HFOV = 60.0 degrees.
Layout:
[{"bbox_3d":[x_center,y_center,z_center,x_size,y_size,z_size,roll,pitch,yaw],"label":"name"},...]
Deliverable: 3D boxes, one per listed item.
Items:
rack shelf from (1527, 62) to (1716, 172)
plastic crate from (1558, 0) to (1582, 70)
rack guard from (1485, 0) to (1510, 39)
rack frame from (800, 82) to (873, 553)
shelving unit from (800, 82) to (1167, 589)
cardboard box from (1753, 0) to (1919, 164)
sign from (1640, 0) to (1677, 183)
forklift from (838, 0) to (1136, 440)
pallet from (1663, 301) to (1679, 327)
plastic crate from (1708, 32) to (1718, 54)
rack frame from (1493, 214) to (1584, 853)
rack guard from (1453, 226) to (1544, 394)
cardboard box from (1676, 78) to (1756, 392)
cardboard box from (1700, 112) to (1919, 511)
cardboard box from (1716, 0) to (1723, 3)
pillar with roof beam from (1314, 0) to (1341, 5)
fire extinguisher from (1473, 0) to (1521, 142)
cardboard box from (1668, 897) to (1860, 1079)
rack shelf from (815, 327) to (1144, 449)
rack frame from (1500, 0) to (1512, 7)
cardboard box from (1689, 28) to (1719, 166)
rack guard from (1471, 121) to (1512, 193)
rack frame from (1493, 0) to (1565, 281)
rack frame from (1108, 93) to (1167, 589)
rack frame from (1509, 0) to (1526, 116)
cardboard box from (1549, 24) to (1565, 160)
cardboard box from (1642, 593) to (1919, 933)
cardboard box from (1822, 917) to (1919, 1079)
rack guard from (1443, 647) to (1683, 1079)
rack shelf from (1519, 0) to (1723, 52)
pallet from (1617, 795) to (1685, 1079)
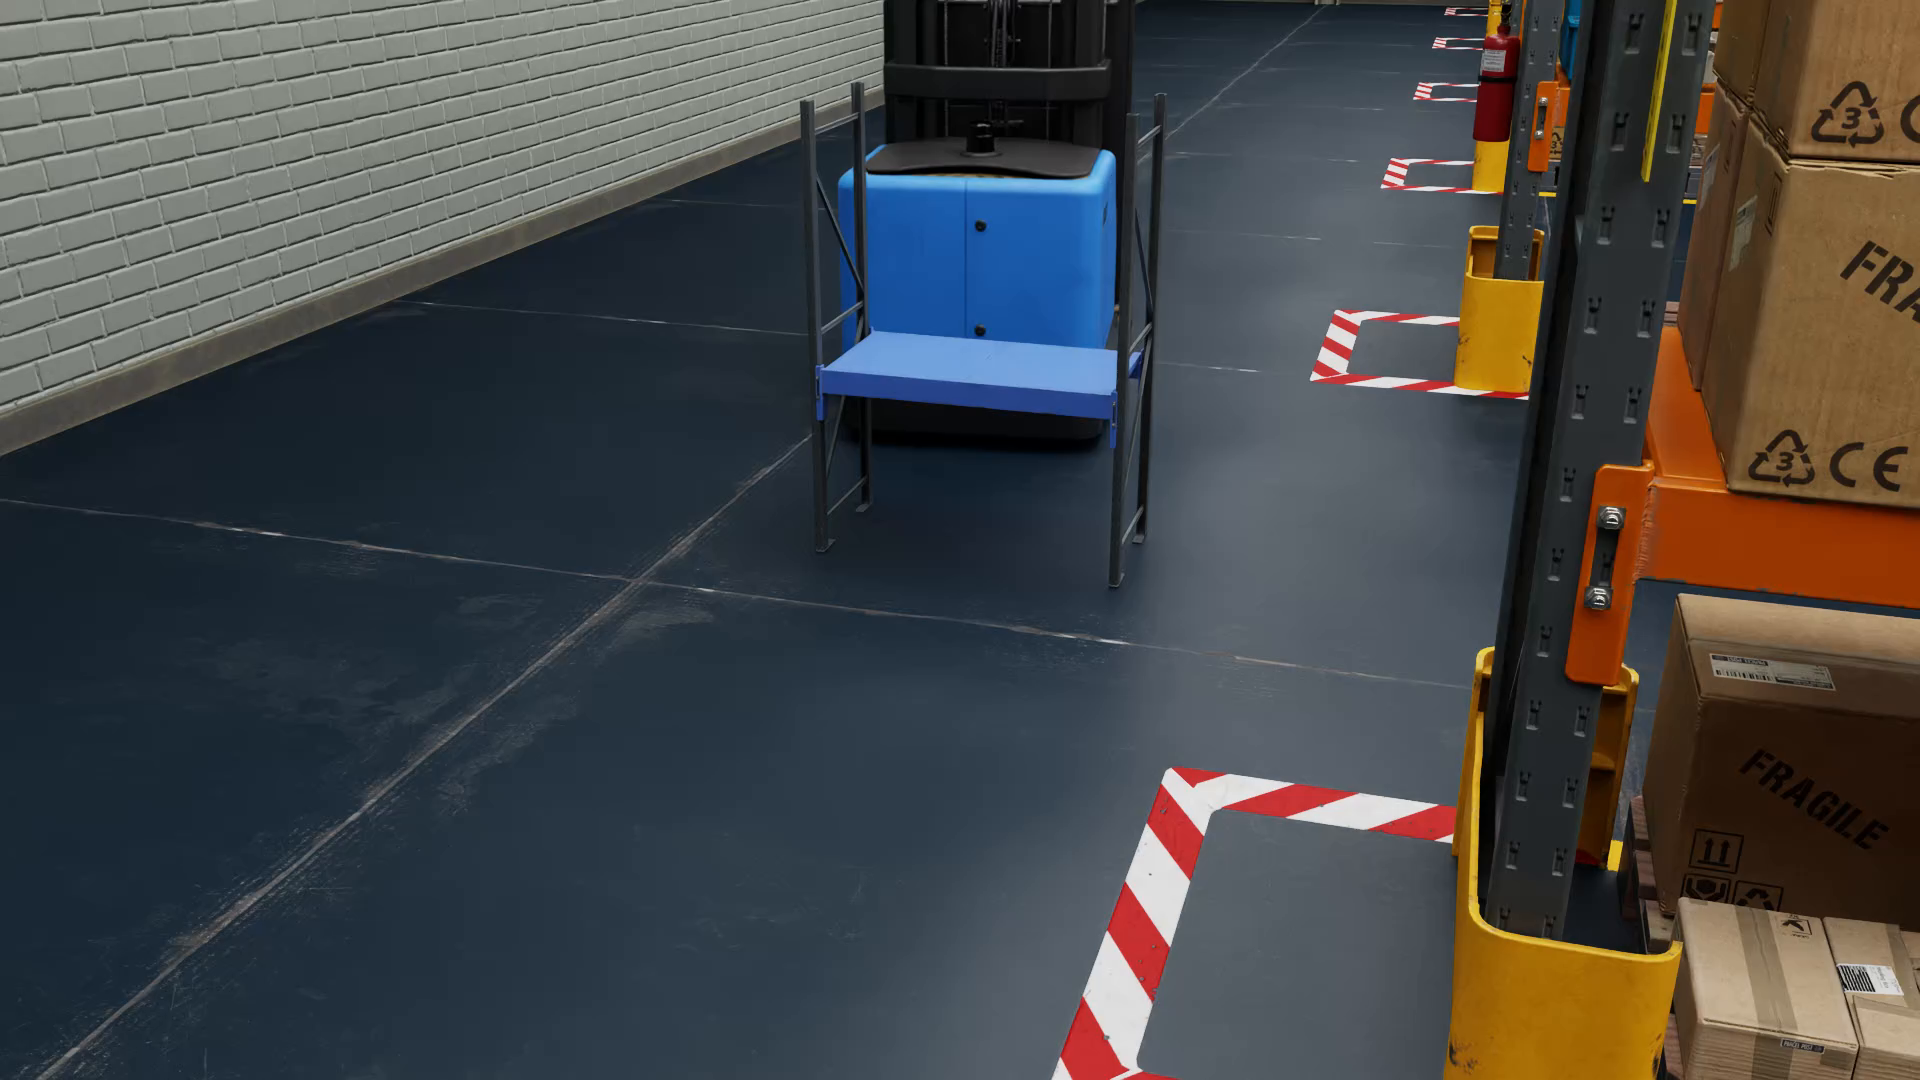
[{"bbox_3d":[4.477,-1.709,6.932,4.000,0.370,1.077,7,23,16],"label":"rack shelf"},{"bbox_3d":[2.936,-2.336,7.388,0.499,0.435,0.616,7,23,16],"label":"plastic crate"},{"bbox_3d":[6.832,-6.507,20.975,0.348,0.500,1.175,7,23,16],"label":"rack guard"},{"bbox_3d":[-0.405,-0.740,5.598,0.032,1.500,0.500,7,23,16],"label":"rack frame"},{"bbox_3d":[0.082,-0.685,5.463,1.048,1.500,0.538,7,23,16],"label":"shelving unit"},{"bbox_3d":[1.476,-0.826,2.382,0.500,0.500,0.500,7,23,17],"label":"cardboard box"},{"bbox_3d":[0.971,-0.665,2.298,0.005,0.325,0.100,7,23,16],"label":"sign"},{"bbox_3d":[0.249,-2.274,7.451,1.130,2.935,3.031,3,23,8],"label":"forklift"},{"bbox_3d":[3.340,-0.866,7.604,1.213,0.211,1.003,7,23,16],"label":"pallet"},{"bbox_3d":[3.395,-2.143,7.311,0.243,0.136,0.396,7,23,16],"label":"plastic crate"},{"bbox_3d":[1.126,-0.461,2.940,0.053,2.616,0.949,7,23,16],"label":"rack frame"},{"bbox_3d":[2.535,-1.103,7.799,0.348,0.500,1.175,7,23,16],"label":"rack guard"},{"bbox_3d":[1.635,-0.558,3.046,0.500,0.500,0.500,7,23,17],"label":"cardboard box"},{"bbox_3d":[2.766,-0.321,2.469,3.026,0.500,1.079,7,23,16],"label":"cardboard box"},{"bbox_3d":[4.978,-3.702,11.173,0.250,0.149,0.380,6,23,15],"label":"cardboard box"},{"bbox_3d":[4.721,-11.300,21.459,0.400,9.000,9.100,7,23,16],"label":"pillar with roof beam"},{"bbox_3d":[2.549,-2.234,7.858,0.183,0.674,0.296,7,23,16],"label":"fire extinguisher"},{"bbox_3d":[1.429,0.824,2.985,0.250,0.149,0.380,7,23,16],"label":"cardboard box"},{"bbox_3d":[0.082,-0.518,5.531,1.000,0.185,0.538,7,23,16],"label":"rack shelf"},{"bbox_3d":[6.855,-7.661,20.495,0.127,3.000,1.000,7,23,16],"label":"rack frame"},{"bbox_3d":[5.500,-3.131,11.697,0.875,0.875,0.875,7,23,16],"label":"cardboard box"},{"bbox_3d":[3.969,-2.907,12.198,0.348,0.500,1.175,7,23,16],"label":"rack guard"},{"bbox_3d":[2.562,-2.261,7.330,0.127,3.000,1.000,7,23,16],"label":"rack frame"},{"bbox_3d":[0.568,-0.629,5.327,0.032,1.500,0.500,7,23,16],"label":"rack frame"},{"bbox_3d":[3.992,-4.061,11.717,0.127,3.000,1.000,7,23,16],"label":"rack frame"},{"bbox_3d":[4.628,-3.231,11.940,0.875,0.875,0.875,7,23,16],"label":"cardboard box"},{"bbox_3d":[1.719,0.461,3.407,0.500,0.500,0.500,7,23,16],"label":"cardboard box"},{"bbox_3d":[1.668,0.844,2.914,0.250,0.166,0.380,7,23,16],"label":"cardboard box"},{"bbox_3d":[1.200,0.703,3.397,0.348,0.500,1.175,7,23,16],"label":"rack guard"},{"bbox_3d":[5.907,-3.509,11.319,4.000,0.370,1.077,7,23,16],"label":"rack shelf"},{"bbox_3d":[1.964,0.924,3.240,1.213,0.211,1.003,7,23,16],"label":"pallet"}]
